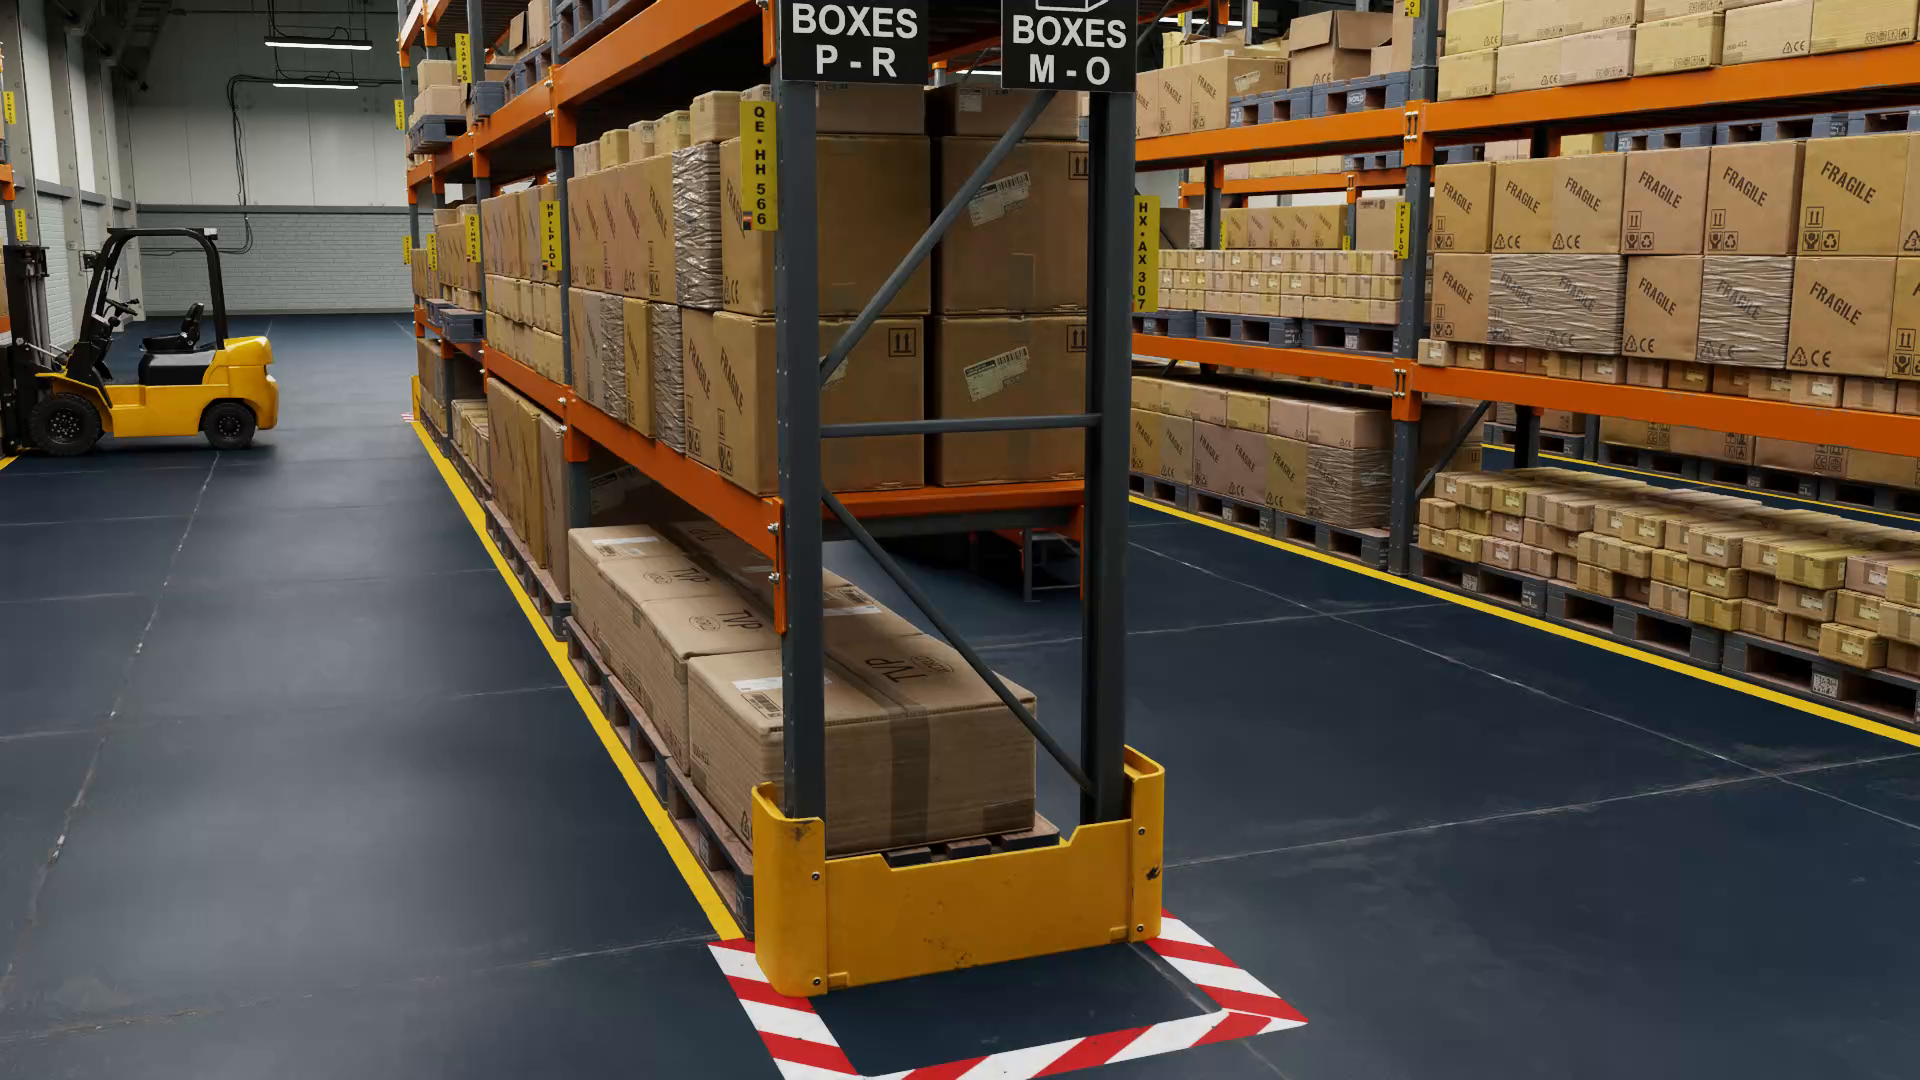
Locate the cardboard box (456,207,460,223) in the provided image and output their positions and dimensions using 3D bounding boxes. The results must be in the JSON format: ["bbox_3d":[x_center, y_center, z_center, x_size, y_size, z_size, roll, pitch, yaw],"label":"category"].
[{"bbox_3d":[-4.021,-2.719,13.952,0.380,0.149,0.250,-3,11,-18],"label":"cardboard box"}]

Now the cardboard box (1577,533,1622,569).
[{"bbox_3d":[3.460,0.047,8.682,0.380,0.149,0.250,-4,11,-21],"label":"cardboard box"}]

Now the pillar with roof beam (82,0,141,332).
[{"bbox_3d":[-15.699,-9.578,39.568,9.100,9.000,0.548,-4,11,-21],"label":"pillar with roof beam"}]

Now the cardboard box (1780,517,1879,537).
[{"bbox_3d":[4.258,-0.010,8.152,0.380,0.149,0.250,-3,11,-19],"label":"cardboard box"}]

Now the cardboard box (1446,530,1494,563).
[{"bbox_3d":[3.053,0.028,9.636,0.380,0.149,0.250,-4,11,-19],"label":"cardboard box"}]

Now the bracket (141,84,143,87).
[{"bbox_3d":[-22.349,-12.437,45.363,0.076,0.066,3.189,-4,11,-21],"label":"bracket"}]

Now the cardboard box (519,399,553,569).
[{"bbox_3d":[-2.087,-0.365,9.773,0.875,0.875,0.875,-4,11,-19],"label":"cardboard box"}]

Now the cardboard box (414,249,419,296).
[{"bbox_3d":[-5.697,-2.936,18.227,0.500,0.500,0.500,-4,11,-19],"label":"cardboard box"}]

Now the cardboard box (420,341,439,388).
[{"bbox_3d":[-5.564,-1.904,18.069,0.500,0.500,0.500,-4,11,-23],"label":"cardboard box"}]

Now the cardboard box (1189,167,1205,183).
[{"bbox_3d":[3.369,-4.857,22.021,0.500,0.250,0.500,-4,11,-19],"label":"cardboard box"}]

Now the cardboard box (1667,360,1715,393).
[{"bbox_3d":[3.696,-0.808,8.117,0.380,0.149,0.250,-4,11,-20],"label":"cardboard box"}]

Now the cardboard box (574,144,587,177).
[{"bbox_3d":[-1.580,-1.754,7.722,0.380,0.149,0.250,-4,11,-22],"label":"cardboard box"}]

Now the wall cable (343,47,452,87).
[{"bbox_3d":[-16.314,-14.414,48.214,3.097,2.526,0.112,-4,11,-21],"label":"wall cable"}]

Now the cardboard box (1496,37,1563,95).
[{"bbox_3d":[3.236,-2.521,8.891,0.500,0.250,0.500,-4,11,-22],"label":"cardboard box"}]

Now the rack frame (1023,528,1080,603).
[{"bbox_3d":[0.599,-0.210,9.390,0.500,1.125,0.032,-3,11,-17],"label":"rack frame"}]

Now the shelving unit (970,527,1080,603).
[{"bbox_3d":[0.452,-0.295,9.869,0.538,1.125,1.048,-3,11,-17],"label":"shelving unit"}]

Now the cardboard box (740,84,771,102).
[{"bbox_3d":[-0.434,-1.255,4.916,0.380,0.149,0.250,-4,11,-20],"label":"cardboard box"}]

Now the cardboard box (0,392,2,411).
[{"bbox_3d":[-9.220,-1.314,15.465,0.500,0.250,0.500,-4,11,-21],"label":"cardboard box"}]

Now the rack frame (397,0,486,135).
[{"bbox_3d":[-5.801,-5.873,18.744,1.000,3.000,0.127,-4,11,-21],"label":"rack frame"}]

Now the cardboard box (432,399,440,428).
[{"bbox_3d":[-5.019,-1.286,16.734,0.500,0.250,0.500,-4,11,-22],"label":"cardboard box"}]

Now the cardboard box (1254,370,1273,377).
[{"bbox_3d":[4.104,-2.223,21.290,0.500,0.500,0.500,-3,10,-16],"label":"cardboard box"}]

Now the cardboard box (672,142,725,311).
[{"bbox_3d":[-0.617,-0.997,5.317,0.500,0.500,0.500,-4,11,-21],"label":"cardboard box"}]

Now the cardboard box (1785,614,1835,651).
[{"bbox_3d":[3.986,0.401,7.540,0.380,0.149,0.250,-4,11,-21],"label":"cardboard box"}]

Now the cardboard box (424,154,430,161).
[{"bbox_3d":[-5.110,-3.821,16.488,0.380,0.149,0.250,-4,11,-19],"label":"cardboard box"}]

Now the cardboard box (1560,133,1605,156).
[{"bbox_3d":[5.933,-3.708,15.563,0.500,0.250,0.500,-4,11,-21],"label":"cardboard box"}]

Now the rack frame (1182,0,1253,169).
[{"bbox_3d":[3.435,-6.502,22.279,1.000,3.000,0.127,-4,11,-21],"label":"rack frame"}]

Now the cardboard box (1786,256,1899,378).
[{"bbox_3d":[3.989,-0.976,7.206,0.500,0.500,0.500,-4,11,-22],"label":"cardboard box"}]

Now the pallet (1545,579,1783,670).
[{"bbox_3d":[3.846,0.388,8.636,1.003,0.211,1.213,-4,11,-21],"label":"pallet"}]

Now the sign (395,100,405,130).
[{"bbox_3d":[-6.307,-4.792,18.736,0.100,0.325,0.005,-4,11,-21],"label":"sign"}]

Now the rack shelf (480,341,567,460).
[{"bbox_3d":[-2.177,-0.933,10.156,1.077,0.370,4.000,-4,11,-21],"label":"rack shelf"}]

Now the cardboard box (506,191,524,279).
[{"bbox_3d":[-2.410,-1.811,9.896,0.500,0.500,0.500,-4,11,-20],"label":"cardboard box"}]

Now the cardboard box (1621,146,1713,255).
[{"bbox_3d":[3.601,-1.639,8.078,0.500,0.500,0.500,-4,11,-23],"label":"cardboard box"}]

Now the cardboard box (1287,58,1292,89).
[{"bbox_3d":[2.489,-3.231,12.168,0.500,0.500,0.500,-4,11,-21],"label":"cardboard box"}]

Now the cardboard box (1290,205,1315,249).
[{"bbox_3d":[4.283,-3.721,19.785,0.500,0.500,0.500,-4,11,-21],"label":"cardboard box"}]

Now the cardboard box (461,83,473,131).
[{"bbox_3d":[-3.482,-3.389,13.046,0.797,0.503,0.637,-4,11,-21],"label":"cardboard box"}]

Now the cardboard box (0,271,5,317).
[{"bbox_3d":[-9.638,-2.421,16.179,0.500,0.500,0.500,-4,11,-22],"label":"cardboard box"}]

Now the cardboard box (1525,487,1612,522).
[{"bbox_3d":[3.354,-0.190,9.168,0.380,0.149,0.250,-4,11,-22],"label":"cardboard box"}]

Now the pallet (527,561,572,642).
[{"bbox_3d":[-1.803,0.291,9.183,1.003,0.211,1.213,-4,11,-21],"label":"pallet"}]

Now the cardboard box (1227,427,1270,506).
[{"bbox_3d":[2.254,-0.540,11.831,0.500,0.500,0.500,-4,11,-22],"label":"cardboard box"}]

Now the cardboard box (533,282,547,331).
[{"bbox_3d":[-2.027,-1.271,9.001,0.500,0.250,0.500,-4,11,-20],"label":"cardboard box"}]

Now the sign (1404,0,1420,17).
[{"bbox_3d":[2.608,-3.181,9.573,0.100,0.325,0.005,-4,11,-21],"label":"sign"}]

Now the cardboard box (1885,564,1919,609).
[{"bbox_3d":[4.146,0.195,7.002,0.380,0.149,0.250,-4,11,-20],"label":"cardboard box"}]

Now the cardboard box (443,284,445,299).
[{"bbox_3d":[-4.446,-2.240,14.964,0.380,0.149,0.250,-4,11,-20],"label":"cardboard box"}]

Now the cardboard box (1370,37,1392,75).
[{"bbox_3d":[3.001,-3.088,10.707,0.500,0.311,0.500,-4,11,-22],"label":"cardboard box"}]

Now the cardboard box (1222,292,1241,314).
[{"bbox_3d":[2.131,-1.725,12.074,0.380,0.149,0.250,-4,11,-20],"label":"cardboard box"}]

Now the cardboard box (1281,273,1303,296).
[{"bbox_3d":[2.416,-1.744,11.329,0.380,0.149,0.250,-5,11,-24],"label":"cardboard box"}]

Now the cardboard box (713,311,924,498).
[{"bbox_3d":[-0.425,-0.419,4.927,0.500,0.500,0.500,-4,11,-21],"label":"cardboard box"}]

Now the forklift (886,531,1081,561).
[{"bbox_3d":[-0.293,-1.528,11.639,1.130,2.935,3.031,-5,11,-25],"label":"forklift"}]

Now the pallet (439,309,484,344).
[{"bbox_3d":[-3.260,-1.629,12.561,1.213,0.211,1.003,-4,11,-21],"label":"pallet"}]

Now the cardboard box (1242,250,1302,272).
[{"bbox_3d":[2.226,-1.977,11.791,0.380,0.149,0.250,-4,11,-22],"label":"cardboard box"}]

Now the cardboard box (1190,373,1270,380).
[{"bbox_3d":[2.167,-1.195,13.369,0.500,0.250,0.500,-4,11,-22],"label":"cardboard box"}]

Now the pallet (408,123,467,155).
[{"bbox_3d":[-4.227,-3.544,14.748,1.213,0.211,1.003,-4,11,-21],"label":"pallet"}]

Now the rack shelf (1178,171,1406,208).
[{"bbox_3d":[4.160,-4.345,20.770,1.077,0.370,4.000,-4,11,-21],"label":"rack shelf"}]

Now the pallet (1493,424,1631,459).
[{"bbox_3d":[6.052,-0.998,16.426,1.003,0.211,1.213,-4,11,-21],"label":"pallet"}]
